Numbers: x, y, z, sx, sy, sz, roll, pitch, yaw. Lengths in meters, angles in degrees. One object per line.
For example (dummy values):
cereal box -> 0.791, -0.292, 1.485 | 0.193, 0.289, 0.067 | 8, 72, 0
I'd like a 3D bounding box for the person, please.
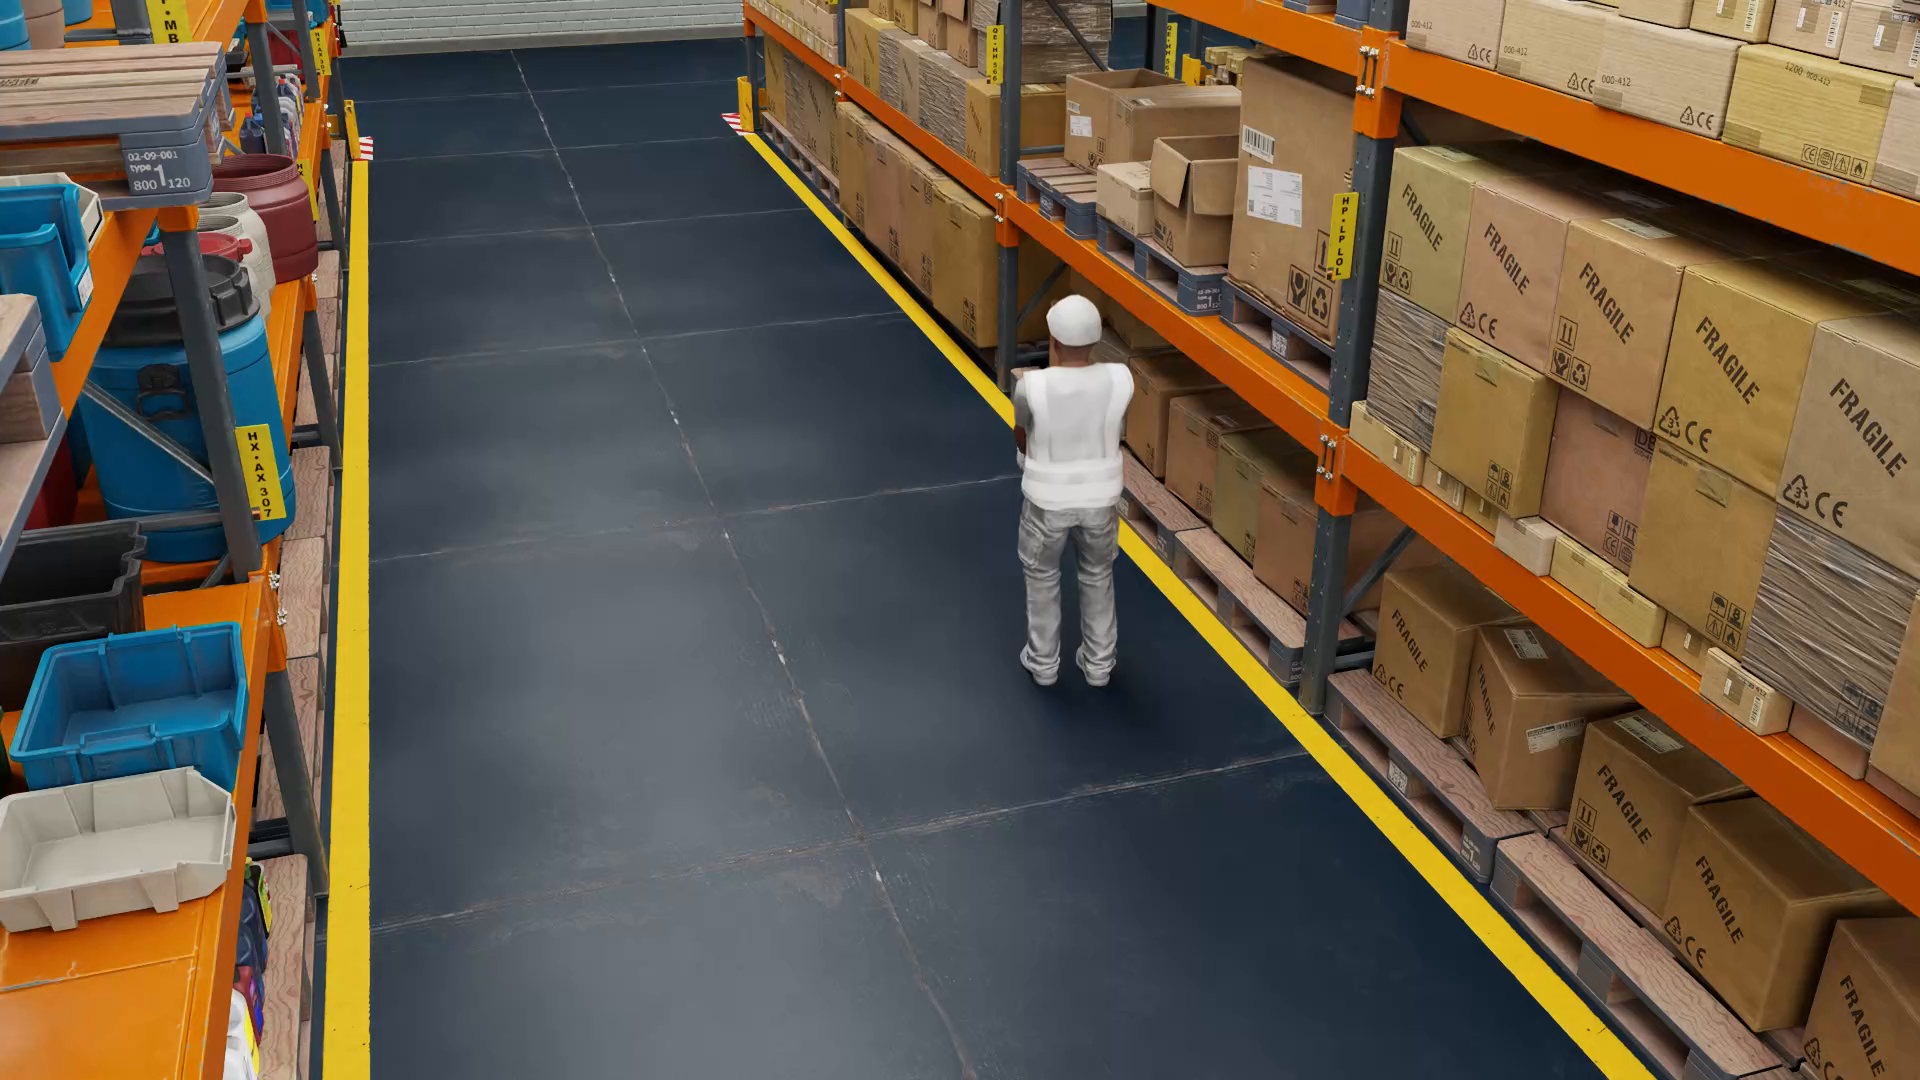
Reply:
person -> 0.439, -0.227, 7.060 | 0.488, 1.778, 0.574 | -4, 26, -9
